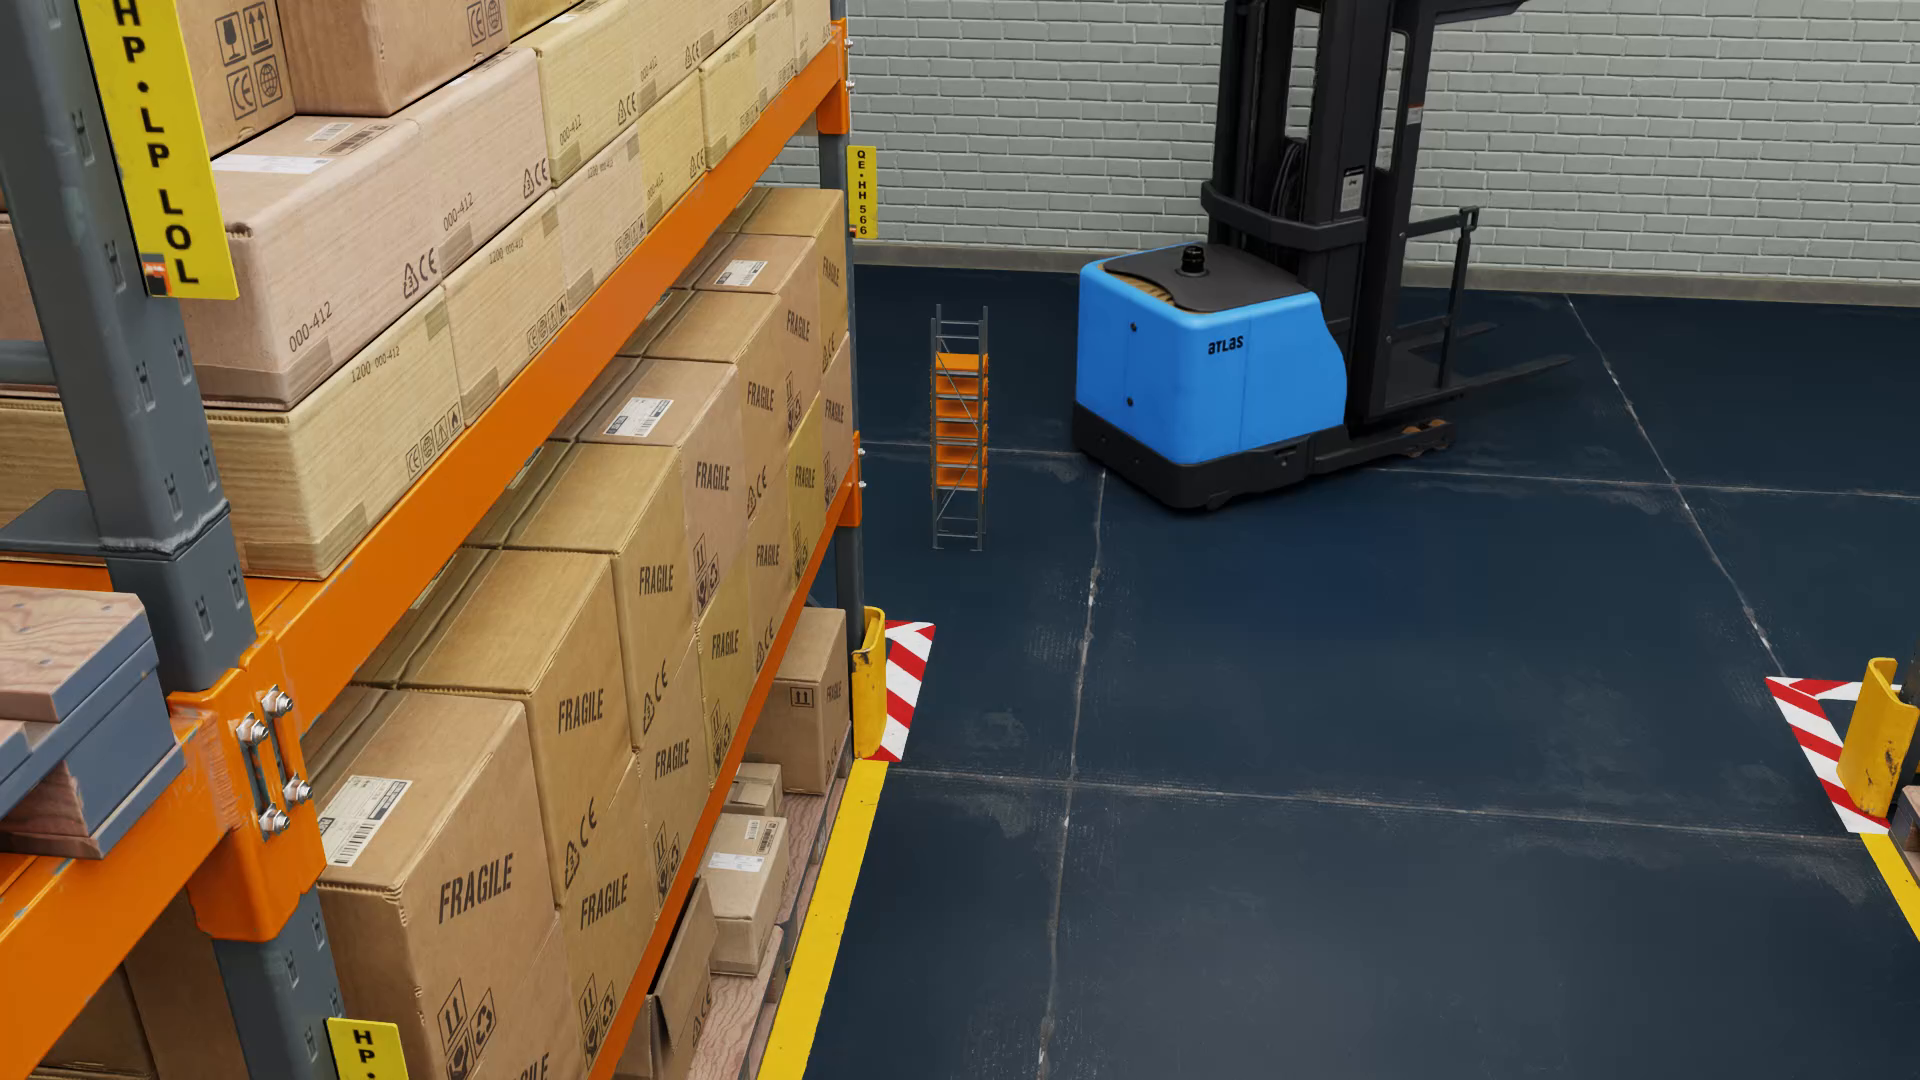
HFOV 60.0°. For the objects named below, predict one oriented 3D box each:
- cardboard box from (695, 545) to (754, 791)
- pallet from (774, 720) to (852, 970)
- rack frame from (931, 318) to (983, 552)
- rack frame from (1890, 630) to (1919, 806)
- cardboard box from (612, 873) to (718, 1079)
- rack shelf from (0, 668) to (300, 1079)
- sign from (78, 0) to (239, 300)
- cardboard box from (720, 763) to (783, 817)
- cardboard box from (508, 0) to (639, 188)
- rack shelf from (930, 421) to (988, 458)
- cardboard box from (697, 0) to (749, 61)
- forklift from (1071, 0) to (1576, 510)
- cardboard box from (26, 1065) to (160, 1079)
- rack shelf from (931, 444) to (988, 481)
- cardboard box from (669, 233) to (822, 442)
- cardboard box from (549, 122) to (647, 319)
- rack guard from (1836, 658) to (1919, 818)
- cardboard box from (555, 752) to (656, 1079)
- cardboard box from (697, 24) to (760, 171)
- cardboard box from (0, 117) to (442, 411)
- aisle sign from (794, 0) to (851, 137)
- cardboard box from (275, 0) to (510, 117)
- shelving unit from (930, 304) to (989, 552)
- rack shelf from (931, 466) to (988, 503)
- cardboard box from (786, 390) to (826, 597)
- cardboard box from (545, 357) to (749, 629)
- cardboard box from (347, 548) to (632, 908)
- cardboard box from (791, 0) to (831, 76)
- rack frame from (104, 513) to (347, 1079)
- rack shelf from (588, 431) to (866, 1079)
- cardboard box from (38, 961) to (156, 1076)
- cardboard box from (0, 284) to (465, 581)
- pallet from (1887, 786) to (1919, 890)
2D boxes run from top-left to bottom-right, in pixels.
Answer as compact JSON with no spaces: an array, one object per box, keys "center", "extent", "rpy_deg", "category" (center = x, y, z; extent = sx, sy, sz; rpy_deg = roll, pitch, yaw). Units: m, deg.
[{"center":[-0.859,0.302,4.421],"extent":[0.500,0.500,0.500],"rpy_deg":[3,28,5],"category":"cardboard box"},{"center":[-0.992,1.042,6.093],"extent":[1.003,0.211,1.213],"rpy_deg":[3,28,6],"category":"pallet"},{"center":[-0.013,-0.478,7.873],"extent":[0.240,1.200,0.006],"rpy_deg":[3,28,6],"category":"rack frame"},{"center":[4.030,-0.307,5.657],"extent":[1.000,3.000,0.127],"rpy_deg":[3,28,6],"category":"rack frame"},{"center":[-1.151,1.307,4.830],"extent":[0.797,0.503,0.637],"rpy_deg":[3,28,6],"category":"cardboard box"},{"center":[-1.621,1.224,0.412],"extent":[1.077,0.370,4.000],"rpy_deg":[3,28,6],"category":"rack shelf"},{"center":[-0.825,-0.405,1.716],"extent":[0.100,0.325,0.005],"rpy_deg":[3,28,6],"category":"sign"},{"center":[-0.847,0.913,5.917],"extent":[0.380,0.166,0.250],"rpy_deg":[3,28,6],"category":"cardboard box"},{"center":[-0.938,-0.873,3.176],"extent":[0.500,0.250,0.500],"rpy_deg":[3,28,6],"category":"cardboard box"},{"center":[-0.002,-0.482,7.974],"extent":[0.258,0.103,0.180],"rpy_deg":[3,28,6],"category":"rack shelf"},{"center":[-0.822,-1.344,4.051],"extent":[0.500,0.250,0.500],"rpy_deg":[3,28,6],"category":"cardboard box"},{"center":[2.145,-1.941,8.763],"extent":[3.031,2.935,1.130],"rpy_deg":[-15,32,-26],"category":"forklift"},{"center":[-1.570,0.992,3.141],"extent":[0.500,0.500,0.500],"rpy_deg":[4,29,7],"category":"cardboard box"},{"center":[-0.002,-0.377,8.031],"extent":[0.258,0.103,0.180],"rpy_deg":[3,28,6],"category":"rack shelf"},{"center":[-0.729,-0.618,5.074],"extent":[0.500,0.500,0.500],"rpy_deg":[4,29,8],"category":"cardboard box"},{"center":[-0.943,-0.653,3.295],"extent":[0.500,0.250,0.500],"rpy_deg":[3,28,6],"category":"cardboard box"},{"center":[4.020,0.781,6.273],"extent":[1.175,0.500,0.348],"rpy_deg":[3,28,6],"category":"rack guard"},{"center":[-0.984,0.777,3.540],"extent":[0.500,0.500,0.500],"rpy_deg":[4,29,7],"category":"cardboard box"},{"center":[-0.808,-1.123,4.168],"extent":[0.500,0.250,0.500],"rpy_deg":[3,28,6],"category":"cardboard box"},{"center":[-1.070,-0.403,2.304],"extent":[0.500,0.250,0.500],"rpy_deg":[3,28,6],"category":"cardboard box"},{"center":[-0.574,-1.755,5.605],"extent":[0.394,0.787,0.004],"rpy_deg":[3,28,6],"category":"aisle sign"},{"center":[-1.152,-0.977,2.578],"extent":[0.700,0.500,0.500],"rpy_deg":[3,28,6],"category":"cardboard box"},{"center":[-0.002,-0.521,7.953],"extent":[0.258,1.200,0.189],"rpy_deg":[3,28,6],"category":"shelving unit"},{"center":[-0.002,-0.271,8.088],"extent":[0.258,0.103,0.180],"rpy_deg":[3,28,6],"category":"rack shelf"},{"center":[-0.731,-0.170,5.297],"extent":[0.500,0.500,0.500],"rpy_deg":[4,29,7],"category":"cardboard box"},{"center":[-0.851,-0.131,4.172],"extent":[0.500,0.500,0.500],"rpy_deg":[4,29,8],"category":"cardboard box"},{"center":[-0.976,0.354,3.271],"extent":[0.500,0.500,0.500],"rpy_deg":[2,28,5],"category":"cardboard box"},{"center":[-0.687,-1.594,5.042],"extent":[0.500,0.250,0.500],"rpy_deg":[3,28,6],"category":"cardboard box"},{"center":[-1.376,1.286,2.700],"extent":[1.000,3.000,0.127],"rpy_deg":[3,28,6],"category":"rack frame"},{"center":[-1.131,0.661,4.618],"extent":[1.077,0.370,4.000],"rpy_deg":[3,28,6],"category":"rack shelf"},{"center":[-1.571,0.549,2.909],"extent":[0.500,0.500,0.500],"rpy_deg":[3,29,6],"category":"cardboard box"},{"center":[-1.071,-0.183,2.422],"extent":[0.500,0.250,0.500],"rpy_deg":[3,28,6],"category":"cardboard box"},{"center":[3.890,1.307,5.602],"extent":[1.003,0.211,1.213],"rpy_deg":[3,28,6],"category":"pallet"}]
